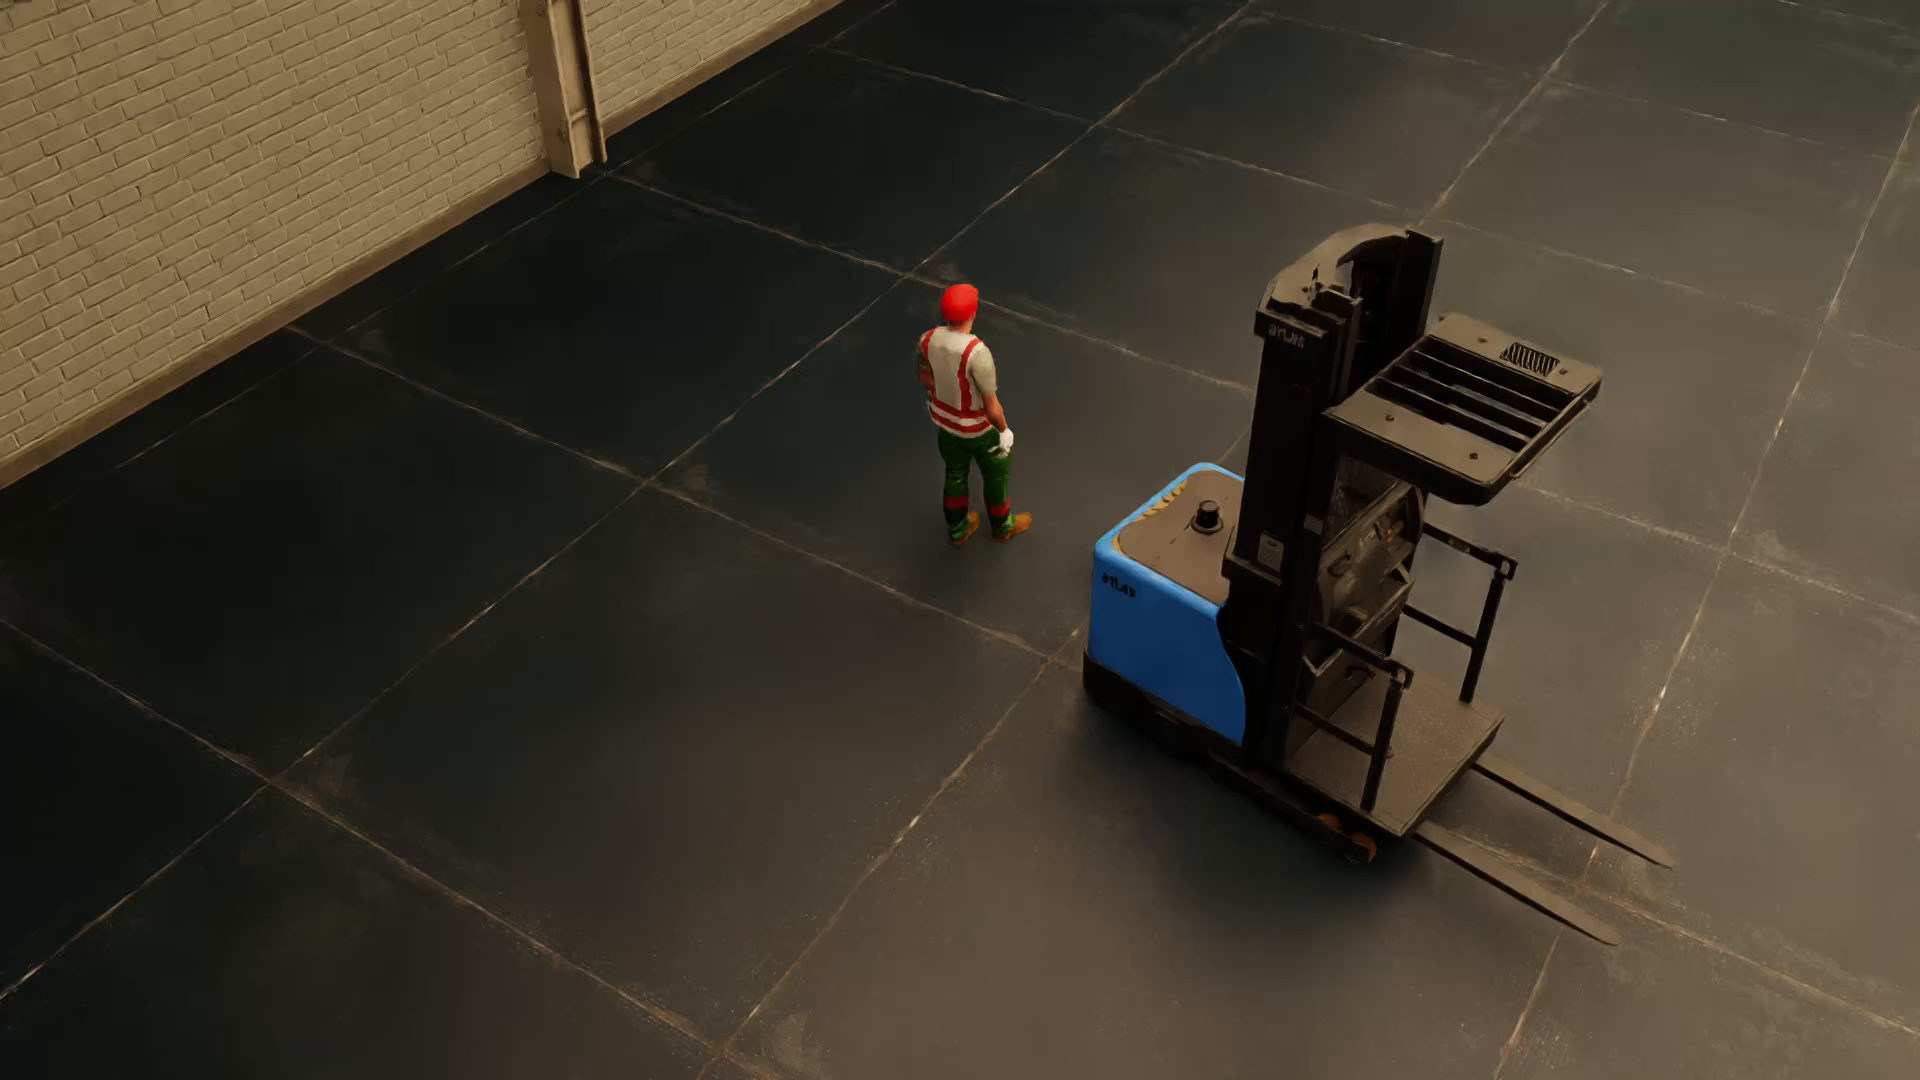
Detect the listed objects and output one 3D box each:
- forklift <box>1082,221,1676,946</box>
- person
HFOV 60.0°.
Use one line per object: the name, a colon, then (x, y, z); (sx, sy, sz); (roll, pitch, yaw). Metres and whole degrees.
forklift: (2.116, 0.116, 7.830); (3.031, 2.935, 1.130); (30, 49, 30)
person: (0.084, -0.757, 9.749); (0.686, 1.788, 0.559); (27, 47, 28)
